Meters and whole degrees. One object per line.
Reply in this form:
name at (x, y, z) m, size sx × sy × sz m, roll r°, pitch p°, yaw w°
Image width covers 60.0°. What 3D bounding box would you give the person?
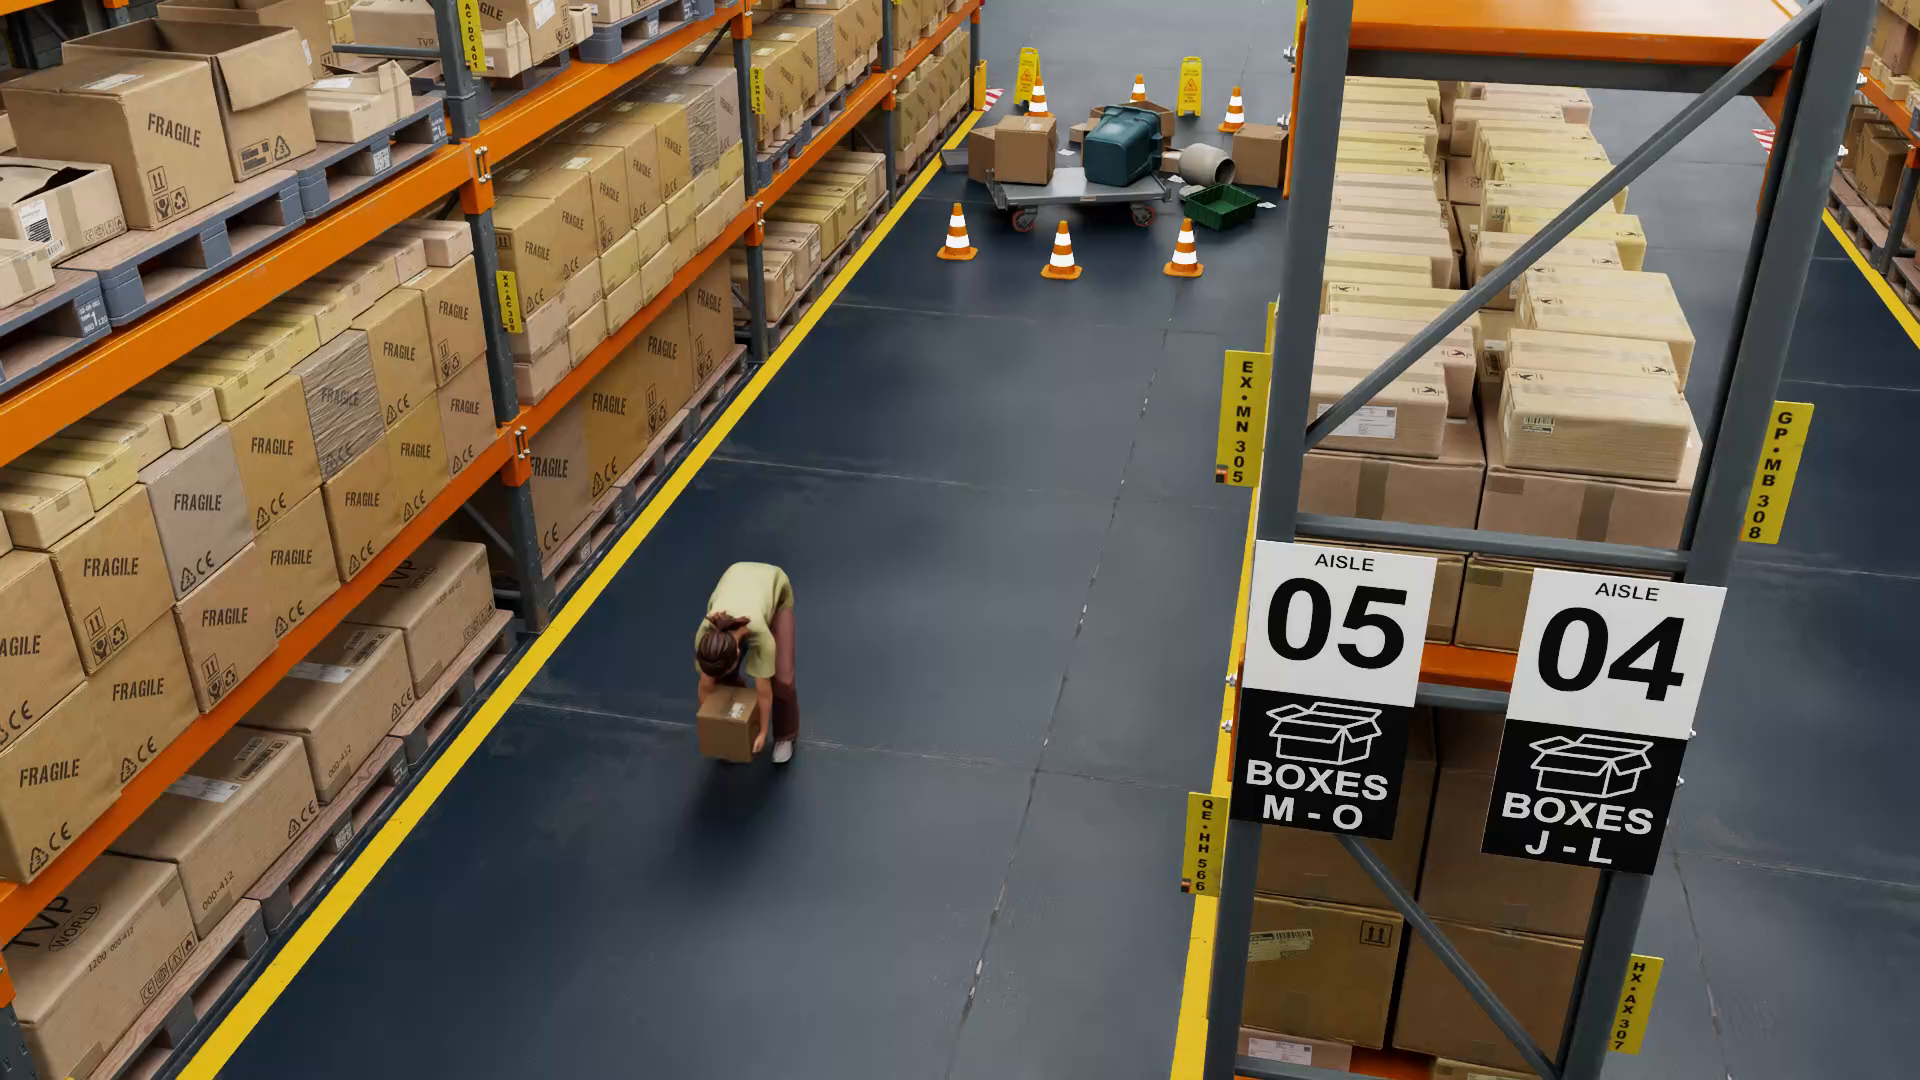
person at (-1.037, 0.692, 8.027) m, size 0.428 × 1.033 × 0.872 m, roll 5°, pitch 29°, yaw 9°
